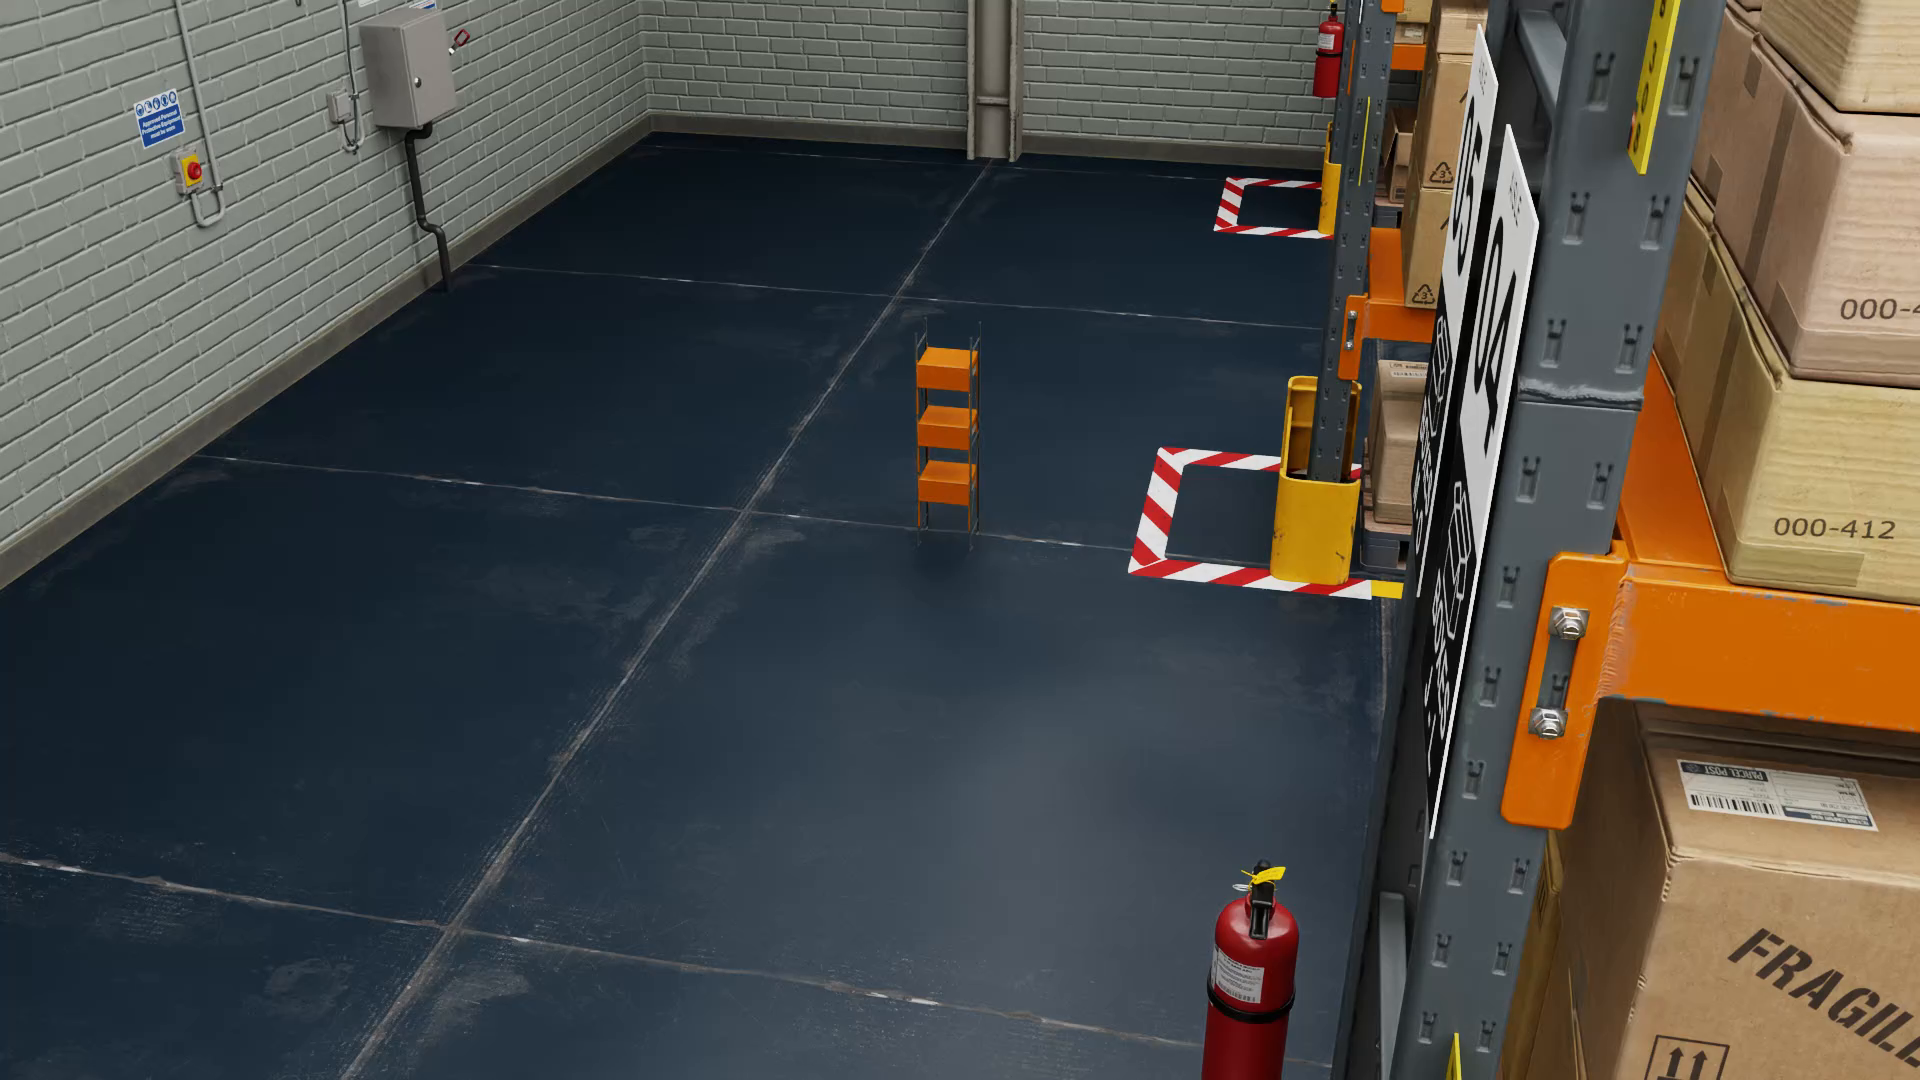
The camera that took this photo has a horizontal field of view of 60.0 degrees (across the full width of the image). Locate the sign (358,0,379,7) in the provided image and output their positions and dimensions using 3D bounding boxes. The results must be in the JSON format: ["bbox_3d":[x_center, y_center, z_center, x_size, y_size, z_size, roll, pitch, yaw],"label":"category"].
[{"bbox_3d":[-3.457,-3.279,9.756,0.001,0.242,0.339,6,29,11],"label":"sign"}]

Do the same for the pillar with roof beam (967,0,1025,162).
[{"bbox_3d":[-0.620,-5.031,7.568,0.400,9.000,9.100,6,29,11],"label":"pillar with roof beam"}]

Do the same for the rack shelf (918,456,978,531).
[{"bbox_3d":[-0.052,-0.213,7.646,0.240,0.259,0.215,6,29,11],"label":"rack shelf"}]

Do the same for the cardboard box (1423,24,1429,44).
[{"bbox_3d":[3.250,-3.451,11.192,0.250,0.149,0.380,7,29,12],"label":"cardboard box"}]

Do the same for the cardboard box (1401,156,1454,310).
[{"bbox_3d":[2.104,-1.257,6.818,0.500,0.500,0.500,6,29,10],"label":"cardboard box"}]

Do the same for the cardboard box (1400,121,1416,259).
[{"bbox_3d":[2.222,-1.515,7.290,0.500,0.500,0.500,6,29,11],"label":"cardboard box"}]

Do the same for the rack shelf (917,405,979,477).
[{"bbox_3d":[-0.052,-0.457,7.513,0.240,0.259,0.215,6,29,11],"label":"rack shelf"}]

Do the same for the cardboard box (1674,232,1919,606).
[{"bbox_3d":[1.146,-0.146,1.925,0.500,0.250,0.500,7,29,12],"label":"cardboard box"}]

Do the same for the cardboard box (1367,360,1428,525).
[{"bbox_3d":[2.361,-0.437,7.655,0.875,0.438,0.875,5,29,9],"label":"cardboard box"}]

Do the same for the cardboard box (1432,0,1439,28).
[{"bbox_3d":[2.088,-2.221,6.862,0.250,0.149,0.380,6,29,11],"label":"cardboard box"}]

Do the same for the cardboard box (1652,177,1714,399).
[{"bbox_3d":[1.260,-0.389,2.370,0.500,0.250,0.500,5,29,9],"label":"cardboard box"}]

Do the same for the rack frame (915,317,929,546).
[{"bbox_3d":[-0.172,-0.478,7.530,0.008,1.050,0.200,6,29,11],"label":"rack frame"}]

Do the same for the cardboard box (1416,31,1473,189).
[{"bbox_3d":[2.105,-1.696,6.579,0.500,0.500,0.500,5,29,9],"label":"cardboard box"}]

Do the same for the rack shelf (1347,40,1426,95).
[{"bbox_3d":[4.684,-3.211,11.241,4.000,0.370,1.077,6,29,11],"label":"rack shelf"}]

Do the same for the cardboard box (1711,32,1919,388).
[{"bbox_3d":[1.145,-0.363,1.802,0.500,0.250,0.500,6,29,11],"label":"cardboard box"}]

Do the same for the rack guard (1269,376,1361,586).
[{"bbox_3d":[1.671,-0.302,7.780,0.348,0.500,1.175,6,29,11],"label":"rack guard"}]

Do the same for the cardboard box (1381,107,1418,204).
[{"bbox_3d":[3.306,-2.711,11.740,0.637,0.503,0.797,5,29,9],"label":"cardboard box"}]

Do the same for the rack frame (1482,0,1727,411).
[{"bbox_3d":[0.760,-1.692,1.470,0.127,3.000,1.000,6,29,11],"label":"rack frame"}]

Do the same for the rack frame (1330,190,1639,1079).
[{"bbox_3d":[0.760,0.939,2.911,0.127,3.000,1.000,6,29,11],"label":"rack frame"}]

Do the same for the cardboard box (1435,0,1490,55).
[{"bbox_3d":[1.984,-1.997,6.453,0.250,0.149,0.380,6,29,12],"label":"cardboard box"}]

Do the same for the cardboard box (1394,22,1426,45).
[{"bbox_3d":[2.992,-3.455,11.199,0.250,0.149,0.380,6,29,10],"label":"cardboard box"}]

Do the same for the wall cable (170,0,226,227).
[{"bbox_3d":[-3.825,-2.410,7.937,0.123,1.953,0.585,6,29,11],"label":"wall cable"}]

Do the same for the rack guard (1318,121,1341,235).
[{"bbox_3d":[2.802,-2.623,12.021,0.348,0.500,1.175,6,29,11],"label":"rack guard"}]

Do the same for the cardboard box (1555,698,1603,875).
[{"bbox_3d":[1.259,0.255,2.705,0.500,0.500,0.500,5,29,10],"label":"cardboard box"}]

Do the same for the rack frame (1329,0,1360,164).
[{"bbox_3d":[2.728,-3.727,11.434,0.127,3.000,1.000,6,29,11],"label":"rack frame"}]

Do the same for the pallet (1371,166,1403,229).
[{"bbox_3d":[3.582,-2.417,11.945,1.213,0.211,1.003,6,29,11],"label":"pallet"}]

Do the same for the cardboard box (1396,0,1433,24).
[{"bbox_3d":[3.115,-3.620,11.085,0.500,0.250,0.500,6,29,11],"label":"cardboard box"}]

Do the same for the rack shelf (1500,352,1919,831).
[{"bbox_3d":[2.716,0.139,1.997,4.000,0.370,1.077,6,29,11],"label":"rack shelf"}]

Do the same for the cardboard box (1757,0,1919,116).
[{"bbox_3d":[1.029,-0.566,1.756,0.250,0.149,0.380,6,29,10],"label":"cardboard box"}]

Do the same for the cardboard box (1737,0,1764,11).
[{"bbox_3d":[1.146,-0.810,2.202,0.250,0.149,0.380,6,29,10],"label":"cardboard box"}]

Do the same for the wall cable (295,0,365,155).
[{"bbox_3d":[-3.540,-3.063,9.163,0.122,1.984,0.588,6,29,11],"label":"wall cable"}]

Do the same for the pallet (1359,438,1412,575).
[{"bbox_3d":[2.493,-0.129,7.766,1.213,0.211,1.003,6,29,11],"label":"pallet"}]

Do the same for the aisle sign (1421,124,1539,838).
[{"bbox_3d":[0.626,-0.068,2.043,0.004,0.787,0.394,6,29,11],"label":"aisle sign"}]

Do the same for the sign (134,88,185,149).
[{"bbox_3d":[-3.894,-2.052,8.093,0.001,0.218,0.327,6,29,11],"label":"sign"}]

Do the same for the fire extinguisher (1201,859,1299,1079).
[{"bbox_3d":[0.610,0.895,3.461,0.183,0.674,0.296,6,29,11],"label":"fire extinguisher"}]

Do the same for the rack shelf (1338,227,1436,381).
[{"bbox_3d":[3.651,-0.880,6.982,4.000,0.370,1.077,6,29,11],"label":"rack shelf"}]

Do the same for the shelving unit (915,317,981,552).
[{"bbox_3d":[-0.052,-0.466,7.508,0.252,1.050,0.215,6,29,11],"label":"shelving unit"}]

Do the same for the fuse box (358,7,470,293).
[{"bbox_3d":[-3.243,-2.357,10.273,0.414,1.711,0.539,6,29,11],"label":"fuse box"}]

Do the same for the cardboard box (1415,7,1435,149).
[{"bbox_3d":[2.216,-1.942,7.028,0.500,0.500,0.500,7,29,12],"label":"cardboard box"}]

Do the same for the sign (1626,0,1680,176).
[{"bbox_3d":[0.647,-0.505,1.515,0.005,0.325,0.100,6,29,11],"label":"sign"}]

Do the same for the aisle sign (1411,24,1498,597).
[{"bbox_3d":[0.751,-0.349,2.558,0.004,0.787,0.394,6,29,11],"label":"aisle sign"}]

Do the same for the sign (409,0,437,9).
[{"bbox_3d":[-3.343,-3.133,10.448,0.001,0.494,0.329,6,29,11],"label":"sign"}]

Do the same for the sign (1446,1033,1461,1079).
[{"bbox_3d":[0.647,0.814,2.238,0.005,0.325,0.100,6,29,11],"label":"sign"}]

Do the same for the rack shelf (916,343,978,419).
[{"bbox_3d":[-0.052,-0.705,7.377,0.240,0.259,0.215,6,29,11],"label":"rack shelf"}]

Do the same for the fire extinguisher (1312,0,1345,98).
[{"bbox_3d":[2.487,-3.327,11.173,0.183,0.674,0.296,6,29,11],"label":"fire extinguisher"}]

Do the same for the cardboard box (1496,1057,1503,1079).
[{"bbox_3d":[1.138,0.949,3.154,0.250,0.149,0.380,6,29,11],"label":"cardboard box"}]

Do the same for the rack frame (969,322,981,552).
[{"bbox_3d":[0.067,-0.454,7.485,0.008,1.050,0.200,6,29,11],"label":"rack frame"}]

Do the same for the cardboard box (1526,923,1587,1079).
[{"bbox_3d":[1.141,0.940,2.496,0.500,0.500,0.500,7,30,13],"label":"cardboard box"}]

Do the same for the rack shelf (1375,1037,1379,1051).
[{"bbox_3d":[2.716,1.455,2.717,4.000,0.370,1.077,6,29,11],"label":"rack shelf"}]

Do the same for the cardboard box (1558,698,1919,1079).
[{"bbox_3d":[1.143,0.496,2.266,0.500,0.500,0.500,6,29,10],"label":"cardboard box"}]

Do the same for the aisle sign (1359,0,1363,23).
[{"bbox_3d":[1.564,-2.407,6.316,0.004,0.787,0.394,6,29,11],"label":"aisle sign"}]

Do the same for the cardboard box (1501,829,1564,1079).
[{"bbox_3d":[1.253,0.689,2.954,0.500,0.500,0.500,6,29,12],"label":"cardboard box"}]

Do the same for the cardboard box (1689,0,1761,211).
[{"bbox_3d":[1.263,-0.603,2.241,0.500,0.250,0.500,5,29,9],"label":"cardboard box"}]

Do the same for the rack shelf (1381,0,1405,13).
[{"bbox_3d":[3.651,-2.195,6.262,4.000,0.370,1.077,6,29,11],"label":"rack shelf"}]

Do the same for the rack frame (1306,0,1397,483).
[{"bbox_3d":[1.695,-1.396,7.176,0.127,3.000,1.000,6,29,11],"label":"rack frame"}]

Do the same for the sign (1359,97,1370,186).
[{"bbox_3d":[1.573,-1.550,6.474,0.005,0.325,0.100,6,29,11],"label":"sign"}]
